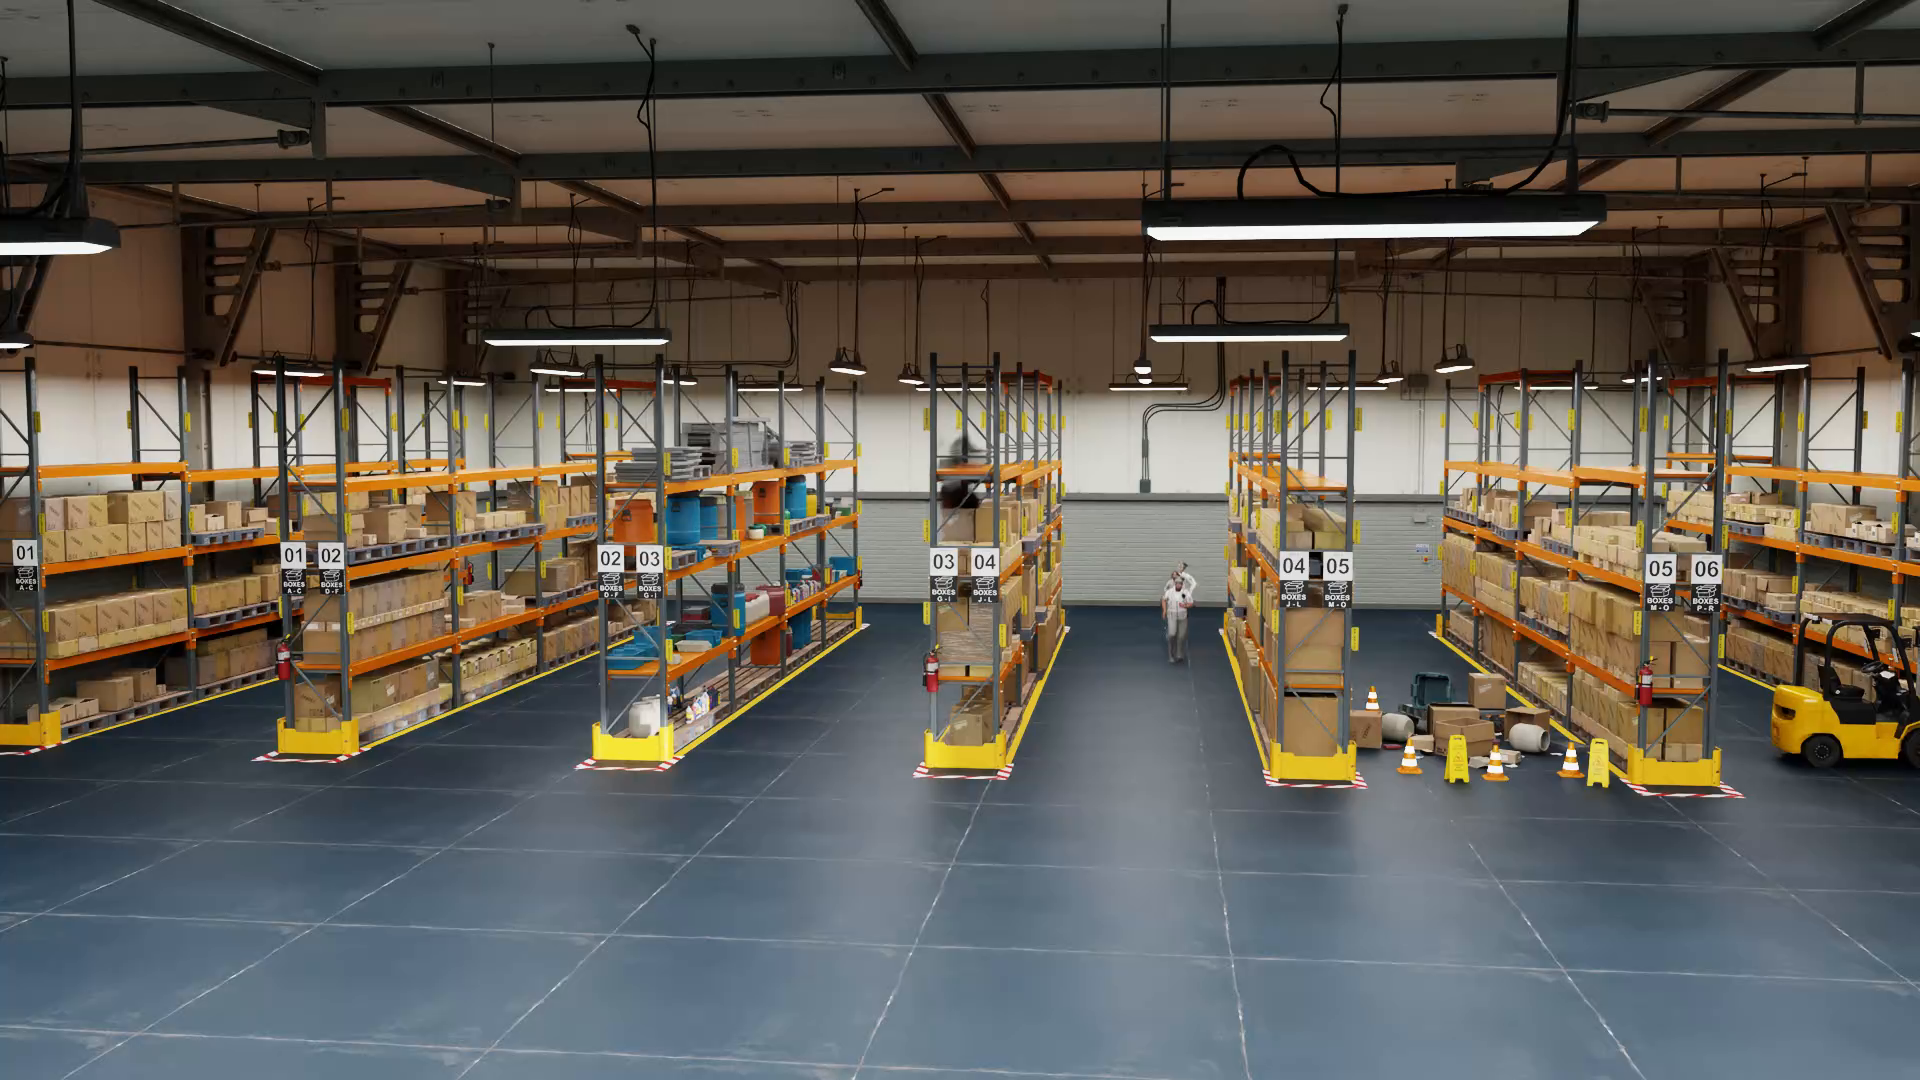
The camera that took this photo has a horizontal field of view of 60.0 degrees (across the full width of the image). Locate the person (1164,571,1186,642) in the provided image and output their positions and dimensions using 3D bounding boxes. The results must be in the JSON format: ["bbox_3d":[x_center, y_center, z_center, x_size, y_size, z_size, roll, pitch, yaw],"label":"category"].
[{"bbox_3d":[4.956,1.515,38.168,0.538,1.640,0.724,1,4,9],"label":"person"}]

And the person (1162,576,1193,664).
[{"bbox_3d":[4.549,1.668,34.766,0.633,1.850,0.776,0,4,5],"label":"person"}]

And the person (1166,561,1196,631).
[{"bbox_3d":[5.309,1.352,39.986,0.676,1.707,0.678,-3,5,-32],"label":"person"}]
